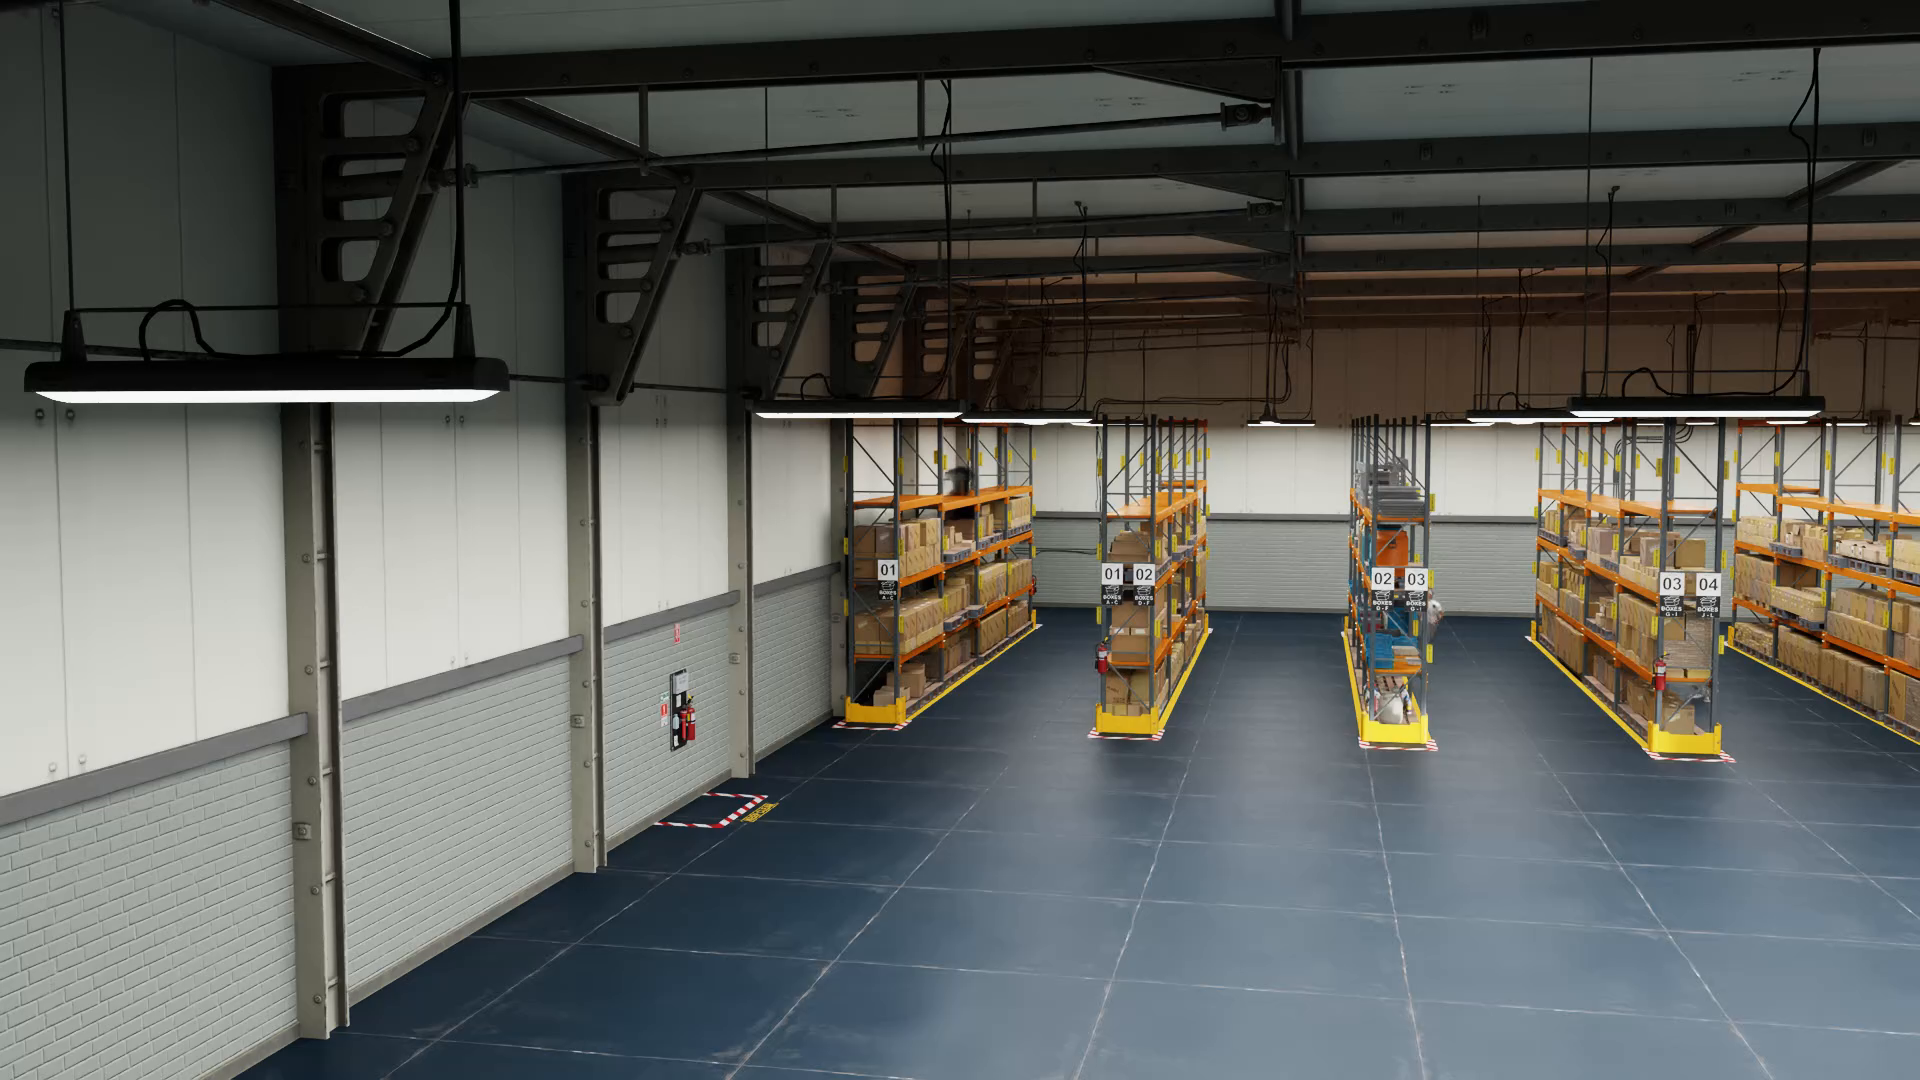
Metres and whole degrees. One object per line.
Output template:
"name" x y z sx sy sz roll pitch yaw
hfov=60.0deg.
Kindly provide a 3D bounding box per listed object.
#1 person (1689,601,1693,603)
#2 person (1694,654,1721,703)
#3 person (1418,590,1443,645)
"person" 19.591 1.933 45.146 0.545 1.604 0.800 1 4 17
"person" 15.657 2.609 34.882 0.535 1.578 0.435 2 4 22
"person" 11.854 2.100 41.942 0.596 1.694 0.716 1 4 12
